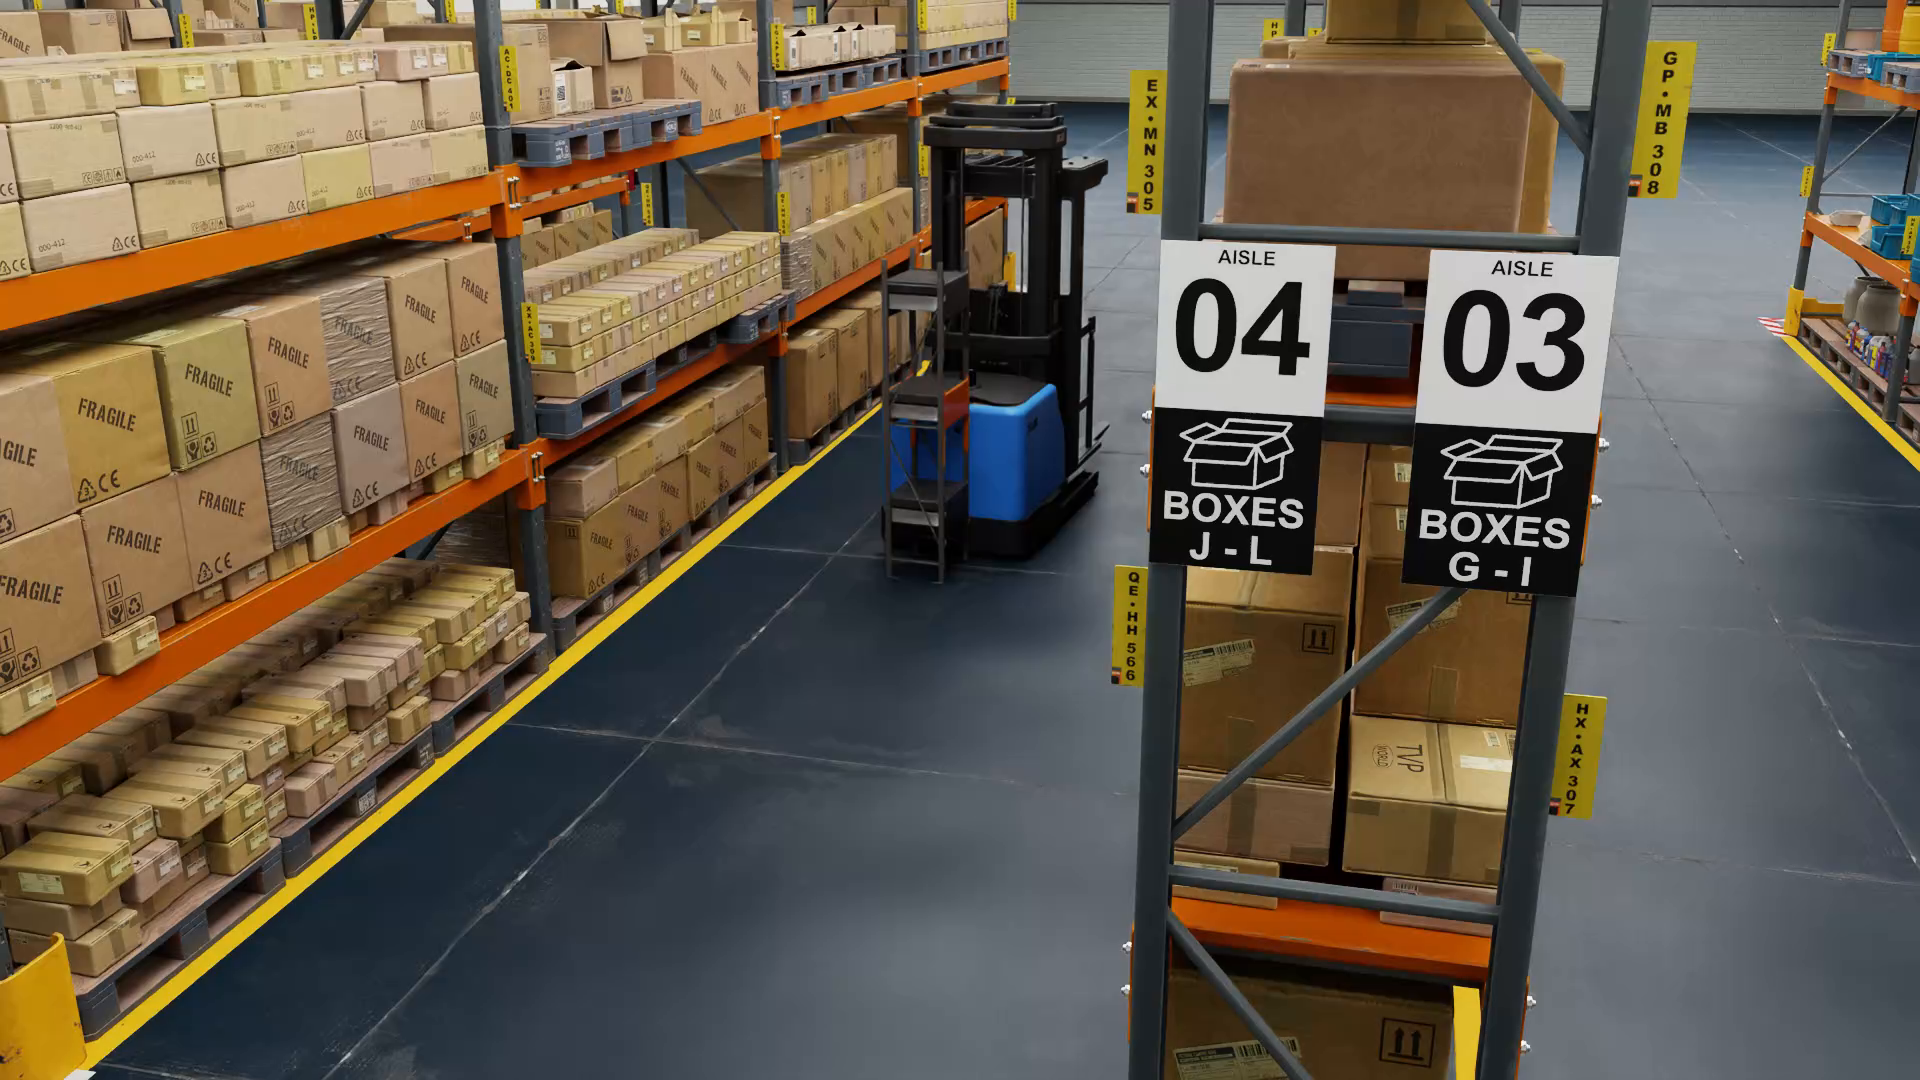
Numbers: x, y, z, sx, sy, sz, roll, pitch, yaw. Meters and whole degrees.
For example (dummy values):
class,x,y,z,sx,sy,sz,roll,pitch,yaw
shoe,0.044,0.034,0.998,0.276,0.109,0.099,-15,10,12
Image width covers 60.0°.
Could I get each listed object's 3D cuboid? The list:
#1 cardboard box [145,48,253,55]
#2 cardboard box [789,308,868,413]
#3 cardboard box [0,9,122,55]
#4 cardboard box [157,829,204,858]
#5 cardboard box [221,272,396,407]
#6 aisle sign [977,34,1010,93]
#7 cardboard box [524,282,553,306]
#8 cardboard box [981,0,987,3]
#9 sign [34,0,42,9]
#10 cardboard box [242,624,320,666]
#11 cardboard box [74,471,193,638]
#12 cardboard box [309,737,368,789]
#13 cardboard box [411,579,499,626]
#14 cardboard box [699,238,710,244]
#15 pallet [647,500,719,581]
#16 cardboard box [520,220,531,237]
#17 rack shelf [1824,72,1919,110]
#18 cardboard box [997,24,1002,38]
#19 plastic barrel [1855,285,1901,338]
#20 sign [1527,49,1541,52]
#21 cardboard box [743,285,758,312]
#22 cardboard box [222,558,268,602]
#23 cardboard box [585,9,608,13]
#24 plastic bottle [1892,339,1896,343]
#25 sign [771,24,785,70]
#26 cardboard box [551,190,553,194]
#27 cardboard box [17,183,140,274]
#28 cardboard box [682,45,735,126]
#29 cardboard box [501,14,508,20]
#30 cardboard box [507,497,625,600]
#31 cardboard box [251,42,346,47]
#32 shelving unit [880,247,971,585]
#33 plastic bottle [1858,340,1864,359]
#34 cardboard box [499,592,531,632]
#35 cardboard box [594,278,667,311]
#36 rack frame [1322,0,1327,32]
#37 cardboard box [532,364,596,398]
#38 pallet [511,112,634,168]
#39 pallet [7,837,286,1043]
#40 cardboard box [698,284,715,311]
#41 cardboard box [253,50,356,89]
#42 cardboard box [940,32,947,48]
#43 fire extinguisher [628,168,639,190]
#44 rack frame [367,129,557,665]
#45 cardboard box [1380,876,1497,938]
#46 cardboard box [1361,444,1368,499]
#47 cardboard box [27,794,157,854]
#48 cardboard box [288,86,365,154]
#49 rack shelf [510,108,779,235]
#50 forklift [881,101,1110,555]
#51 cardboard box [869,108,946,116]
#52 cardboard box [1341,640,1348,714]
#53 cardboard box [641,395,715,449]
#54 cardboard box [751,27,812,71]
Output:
class,x,y,z,sx,sy,sz,roll,pitch,yaw
cardboard box,-3.407,-2.123,7.465,0.380,0.149,0.250,4,19,12
cardboard box,-1.421,-1.594,14.544,1.050,0.750,0.750,5,19,14
cardboard box,-6.750,-3.701,12.438,0.700,0.500,0.500,4,19,11
cardboard box,-3.350,1.206,6.816,0.380,0.149,0.250,5,19,14
cardboard box,-2.957,-0.919,7.575,0.500,0.500,0.500,5,20,15
aisle sign,0.395,-5.738,19.824,0.394,0.787,0.004,5,19,13
cardboard box,-2.742,-1.498,10.252,0.380,0.149,0.250,5,19,13
cardboard box,0.085,-5.983,18.273,0.380,0.149,0.250,5,19,14
sign,-10.001,-5.779,18.038,0.100,0.325,0.005,5,19,13
cardboard box,-3.452,0.534,8.324,0.380,0.149,0.250,5,20,15
cardboard box,-3.339,0.029,6.347,0.500,0.500,0.500,5,19,13
cardboard box,-3.019,1.031,7.789,0.380,0.149,0.250,5,19,13
cardboard box,-2.703,0.336,8.904,0.380,0.149,0.250,5,19,14
cardboard box,-2.018,-2.212,13.367,0.500,0.500,0.500,5,19,13
pallet,-2.360,-0.056,11.526,1.003,0.211,1.213,5,19,13
cardboard box,-5.097,-3.533,18.832,0.380,0.149,0.250,5,20,15
rack shelf,9.186,-4.147,15.660,1.077,0.370,4.000,5,19,13
cardboard box,0.272,-5.846,19.106,0.380,0.149,0.250,5,19,14
plastic barrel,9.466,-2.347,17.117,0.421,0.512,0.421,0,19,0
sign,2.479,-1.983,7.289,0.100,0.325,0.005,5,19,13
cardboard box,-1.667,-1.732,11.858,0.380,0.149,0.250,5,19,14
cardboard box,-3.177,0.135,7.039,0.380,0.149,0.250,4,19,12
cardboard box,-4.534,-6.417,20.349,0.380,0.149,0.250,5,19,14
plastic bottle,8.807,-1.750,15.691,0.061,0.283,0.133,5,19,13
sign,-1.342,-3.622,12.212,0.100,0.325,0.005,5,19,13
cardboard box,-5.014,-4.138,19.550,0.380,0.149,0.250,5,19,13
cardboard box,-3.332,-1.128,5.941,0.500,0.250,0.500,5,20,15
cardboard box,-1.870,-3.112,11.362,0.500,0.500,0.500,5,19,13
cardboard box,-5.123,-5.612,17.991,0.380,0.149,0.250,5,19,13
cardboard box,-2.407,0.025,10.190,0.500,0.500,0.500,5,20,16
cardboard box,-3.250,-2.367,8.178,0.380,0.149,0.250,4,19,11
shelving unit,-0.213,-0.796,10.769,0.431,2.100,0.503,6,20,18
plastic bottle,8.797,-1.865,16.156,0.097,0.201,0.097,0,19,0
cardboard box,-2.614,0.385,9.219,0.380,0.149,0.250,5,20,14
cardboard box,-2.050,-1.523,10.324,0.380,0.149,0.250,4,19,13
rack frame,2.917,-4.417,10.698,1.000,3.000,0.127,5,19,13
cardboard box,-2.303,-0.915,9.465,0.380,0.149,0.250,4,19,11
pallet,-2.591,-2.264,9.325,1.213,0.211,1.003,5,19,13
pallet,-3.571,1.550,6.824,1.003,0.211,1.213,5,19,13
cardboard box,-1.860,-1.627,11.090,0.380,0.149,0.250,5,20,15
cardboard box,-2.903,-2.075,7.323,0.380,0.149,0.250,4,19,11
cardboard box,-0.348,-5.049,16.772,0.380,0.149,0.250,5,19,13
fire extinguisher,-4.263,-4.831,21.312,0.296,0.674,0.183,5,19,13
rack frame,-2.845,-0.748,9.237,1.000,3.000,0.127,5,19,13
cardboard box,1.369,0.963,4.617,0.380,0.149,0.250,5,19,14
cardboard box,2.295,-0.496,8.346,0.500,0.500,0.500,5,19,14
cardboard box,-3.414,1.141,6.546,0.380,0.149,0.250,5,19,14
cardboard box,-2.972,-1.843,7.259,0.500,0.250,0.500,5,20,16
rack shelf,-2.356,-2.454,10.704,1.077,0.370,4.000,5,19,13
forklift,0.424,-1.724,12.201,1.130,2.935,3.031,6,20,18
cardboard box,-0.480,-4.290,17.705,0.875,0.550,0.550,5,19,13
cardboard box,1.072,0.368,5.742,0.500,0.250,0.500,4,19,12
cardboard box,-2.033,-0.820,11.506,0.500,0.250,0.500,5,20,15
cardboard box,-1.477,-3.835,12.967,0.500,0.311,0.500,5,19,13
